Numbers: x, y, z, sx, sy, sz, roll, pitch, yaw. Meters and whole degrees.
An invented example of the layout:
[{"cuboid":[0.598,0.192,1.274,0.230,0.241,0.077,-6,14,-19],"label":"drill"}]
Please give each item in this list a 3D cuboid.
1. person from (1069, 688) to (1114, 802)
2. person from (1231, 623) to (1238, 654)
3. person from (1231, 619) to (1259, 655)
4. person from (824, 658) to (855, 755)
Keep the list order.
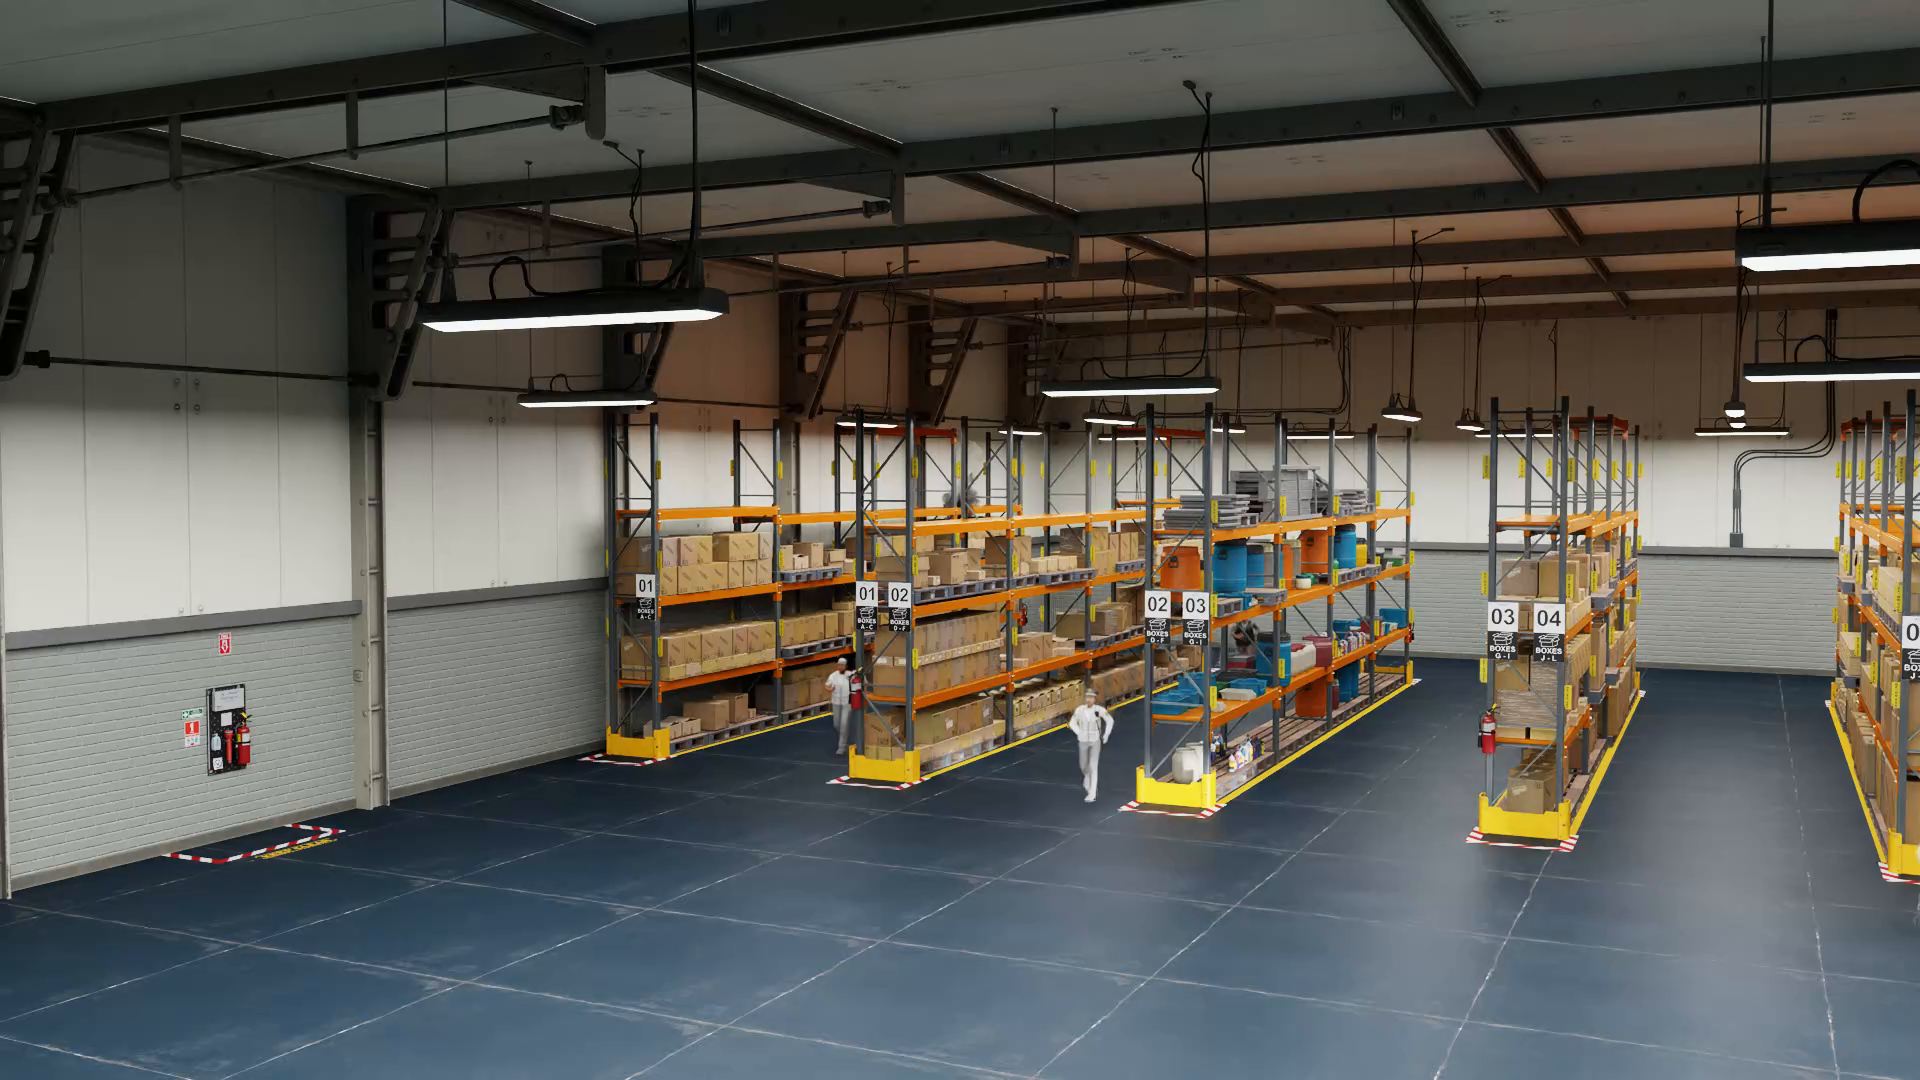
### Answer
[{"cuboid":[2.003,3.106,25.426,0.678,1.720,0.843,1,2,14],"label":"person"},{"cuboid":[7.029,2.448,41.700,0.594,1.628,0.662,-2,3,-42],"label":"person"},{"cuboid":[6.700,2.505,39.139,0.635,1.748,0.925,1,3,18],"label":"person"},{"cuboid":[-2.080,2.910,29.485,0.637,1.656,0.907,0,2,9],"label":"person"}]
